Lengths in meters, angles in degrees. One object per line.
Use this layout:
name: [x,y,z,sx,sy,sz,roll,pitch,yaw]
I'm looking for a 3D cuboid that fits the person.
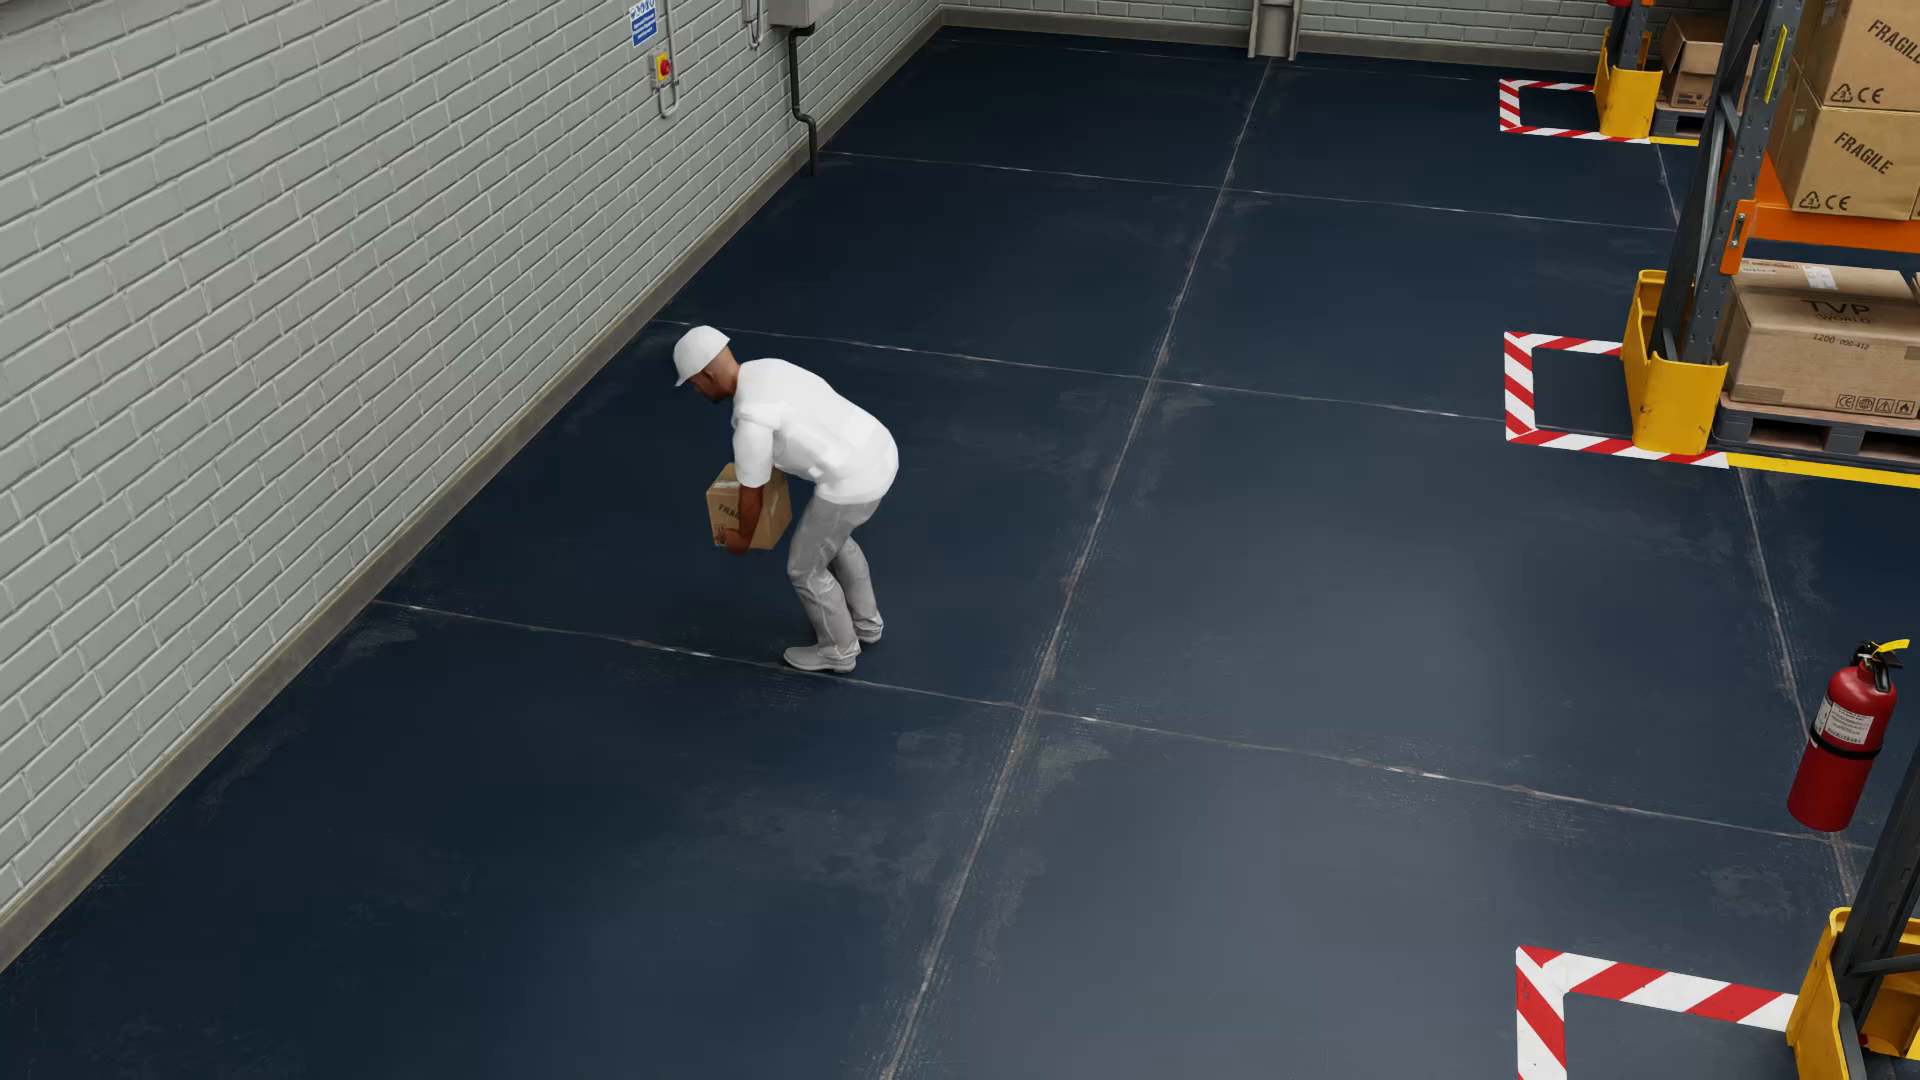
person: [-0.680,-0.157,6.649,0.857,1.454,0.488,7,33,11]
